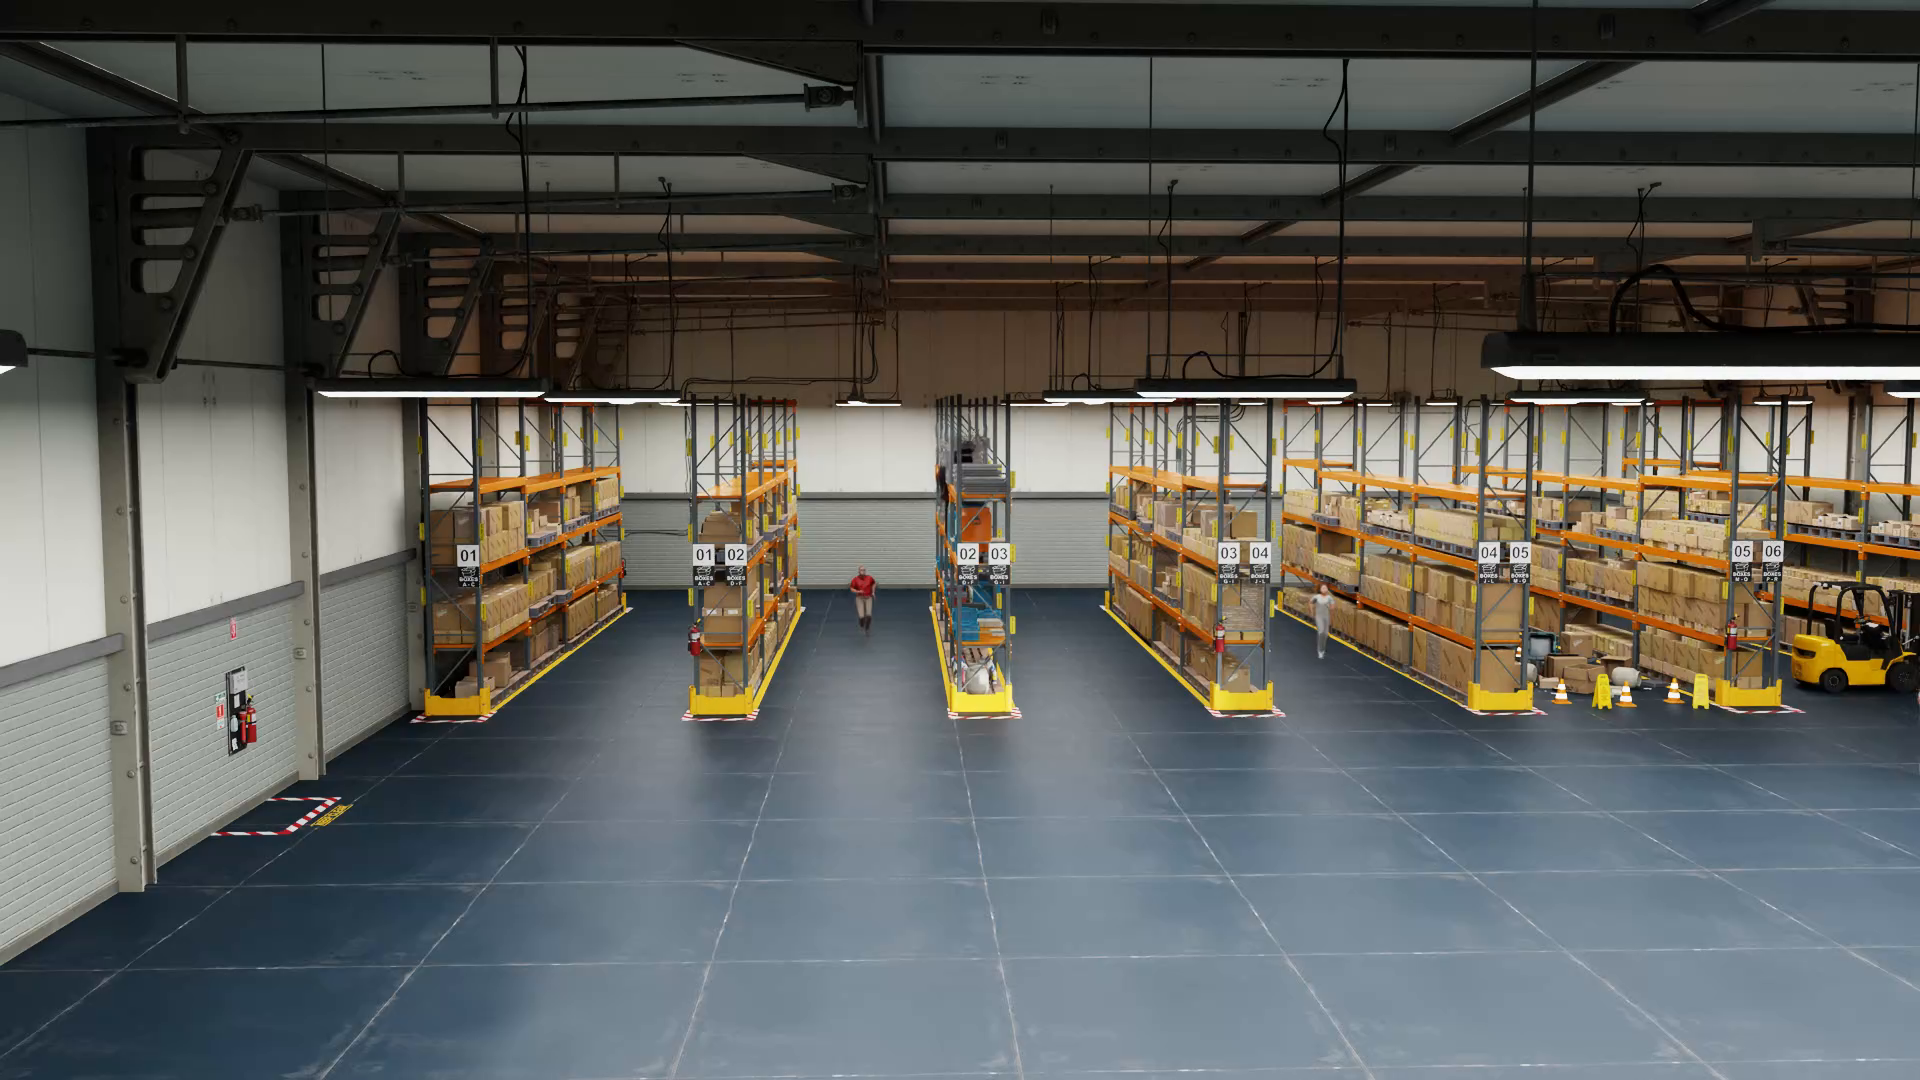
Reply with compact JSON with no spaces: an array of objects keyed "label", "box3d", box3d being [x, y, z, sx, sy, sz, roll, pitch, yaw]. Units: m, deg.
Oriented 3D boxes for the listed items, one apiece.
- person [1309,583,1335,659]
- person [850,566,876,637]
[{"label":"person","box3d":[8.378,1.858,38.460,0.537,1.723,0.768,0,5,-4]},{"label":"person","box3d":[-2.364,1.517,40.743,0.636,1.757,0.663,-1,5,-6]}]
